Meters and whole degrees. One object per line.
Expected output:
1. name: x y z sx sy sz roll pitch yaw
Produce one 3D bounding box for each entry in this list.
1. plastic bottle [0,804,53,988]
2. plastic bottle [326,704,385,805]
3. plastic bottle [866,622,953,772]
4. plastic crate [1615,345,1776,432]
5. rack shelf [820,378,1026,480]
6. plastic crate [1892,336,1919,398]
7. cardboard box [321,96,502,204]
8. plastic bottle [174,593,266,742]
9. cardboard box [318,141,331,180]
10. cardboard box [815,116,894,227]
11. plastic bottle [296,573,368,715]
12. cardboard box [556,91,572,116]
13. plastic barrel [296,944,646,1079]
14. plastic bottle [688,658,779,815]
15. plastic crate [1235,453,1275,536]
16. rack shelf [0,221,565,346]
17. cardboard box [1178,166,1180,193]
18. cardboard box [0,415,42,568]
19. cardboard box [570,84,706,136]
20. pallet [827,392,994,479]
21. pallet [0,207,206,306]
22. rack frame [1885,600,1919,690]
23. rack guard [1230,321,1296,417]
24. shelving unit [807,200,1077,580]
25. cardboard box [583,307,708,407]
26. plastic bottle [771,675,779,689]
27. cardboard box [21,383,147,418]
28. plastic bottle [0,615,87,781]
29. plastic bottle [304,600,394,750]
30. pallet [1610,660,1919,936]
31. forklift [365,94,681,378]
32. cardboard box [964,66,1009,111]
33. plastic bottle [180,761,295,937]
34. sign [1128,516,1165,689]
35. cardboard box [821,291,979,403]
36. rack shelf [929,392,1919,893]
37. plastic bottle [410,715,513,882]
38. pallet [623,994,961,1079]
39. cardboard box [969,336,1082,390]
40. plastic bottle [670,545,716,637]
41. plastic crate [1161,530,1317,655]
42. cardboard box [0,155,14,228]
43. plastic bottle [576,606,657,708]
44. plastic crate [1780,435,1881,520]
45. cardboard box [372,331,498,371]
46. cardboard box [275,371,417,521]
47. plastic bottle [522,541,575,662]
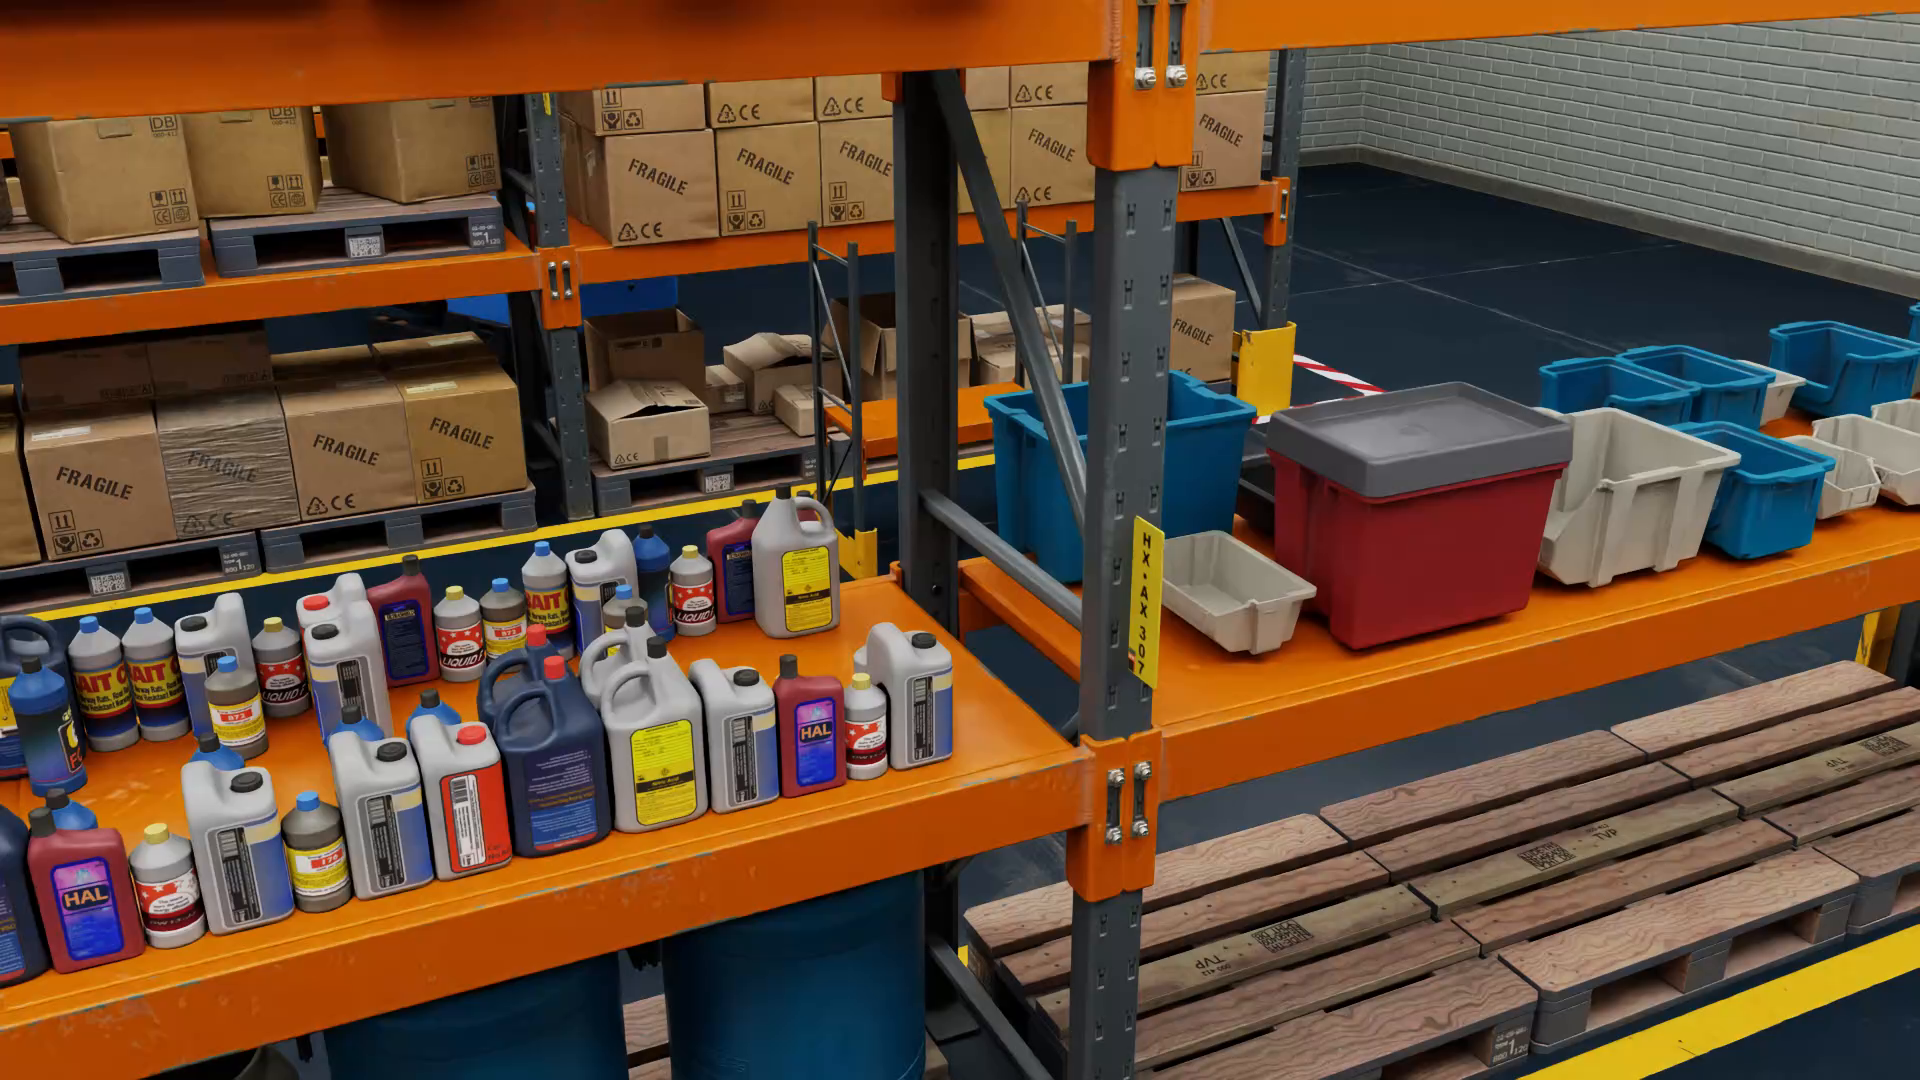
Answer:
1. plastic bottle: -1.561 0.529 2.614 0.185 0.351 0.144 -10 25 -24
2. plastic bottle: -1.073 0.421 2.979 0.097 0.271 0.097 0 22 0
3. plastic bottle: -0.097 0.293 3.284 0.135 0.276 0.152 -10 25 -24
4. plastic crate: 2.170 -0.410 4.958 0.300 0.233 0.416 -10 25 -24
5. rack shelf: -0.077 -0.513 7.498 1.000 0.185 0.538 -10 25 -24
6. plastic crate: 3.032 -0.559 5.444 0.298 0.136 0.250 -10 25 -24
7. cardboard box: -2.551 -1.888 7.709 0.700 0.500 0.500 21 30 41
8. plastic bottle: -1.508 0.253 3.378 0.135 0.276 0.152 -10 25 -24
9. cardboard box: -4.708 -2.404 11.897 0.750 0.750 0.750 -10 25 -23
10. cardboard box: -0.538 -1.854 8.177 0.500 0.500 0.500 -11 25 -24
11. plastic bottle: -1.299 0.215 3.471 0.135 0.276 0.152 -10 25 -24
12. cardboard box: -1.684 -2.331 8.020 0.500 0.500 0.500 -10 25 -23
13. plastic barrel: -1.018 1.036 3.520 0.708 0.901 0.600 -10 25 -24
14. plastic bottle: -0.426 0.353 3.137 0.135 0.276 0.152 -10 25 -24
15. plastic crate: 1.010 -0.120 4.400 0.590 0.125 0.437 -10 25 -24
16. rack shelf: -3.829 -0.985 7.149 4.000 0.370 1.077 -10 25 -24
17. cardboard box: 0.826 -2.104 8.779 0.500 0.500 0.500 -10 25 -23
18. cardboard box: -4.174 -0.181 6.959 0.500 0.500 0.500 -11 25 -24
19. cardboard box: -1.481 -2.139 7.557 0.500 0.500 0.500 -10 24 -22
20. pallet: -0.307 -0.678 9.113 1.213 0.211 1.003 -10 25 -24
21. pallet: -3.881 -1.221 7.029 1.213 0.211 1.003 -10 25 -24
22. rack frame: 3.722 -0.605 5.290 0.127 3.000 1.000 -10 25 -24
23. rack guard: 1.509 -1.145 9.863 0.348 0.500 1.175 -10 25 -24
24. shelving unit: -0.069 -0.680 7.433 1.083 1.500 0.587 -10 25 -24
25. cardboard box: -1.637 -0.890 8.671 0.500 0.500 0.500 -10 25 -24
26. plastic bottle: -0.336 0.357 3.226 0.097 0.201 0.097 0 22 0
27. cardboard box: -3.954 -0.445 7.596 0.500 0.500 0.500 -11 25 -26
28. plastic bottle: -1.829 0.276 3.225 0.185 0.351 0.144 -10 25 -24
29. plastic bottle: -1.233 0.267 3.345 0.135 0.276 0.152 -10 25 -24
30. pallet: 2.962 0.807 5.525 1.213 0.211 1.003 -10 25 -24
31. forklift: -3.272 -2.759 10.583 3.031 2.935 1.130 15 27 33
32. cardboard box: -0.088 -2.395 8.177 0.500 0.500 0.500 -10 24 -22
33. plastic bottle: -1.211 0.498 2.788 0.135 0.276 0.152 -10 25 -24
34. sign: 0.355 0.120 3.175 0.005 0.325 0.100 -10 25 -24
35. cardboard box: -0.337 -1.013 8.963 0.637 0.503 0.797 -10 25 -24
36. rack shelf: 1.920 0.059 4.626 4.000 0.370 1.077 -10 25 -24
37. plastic bottle: -0.881 0.437 2.935 0.135 0.276 0.152 -10 25 -24
38. pallet: -0.596 1.460 3.946 1.213 0.211 1.003 -10 25 -24
39. cardboard box: 0.325 -0.923 9.078 0.500 0.250 0.500 -10 25 -24
40. plastic bottle: -0.614 0.112 3.818 0.097 0.201 0.097 0 22 0
41. plastic crate: 0.599 0.125 3.793 0.243 0.136 0.396 -10 25 -24
42. cardboard box: -4.206 -1.455 6.664 0.500 0.500 0.700 -6 23 -14
43. plastic bottle: -0.631 0.297 3.176 0.185 0.351 0.144 -10 25 -24
44. plastic crate: 2.299 -0.160 4.481 0.250 0.136 0.298 -10 25 -24
45. cardboard box: -2.569 -0.701 8.215 0.500 0.500 0.500 -12 25 -26
46. cardboard box: -2.797 -0.438 7.579 0.500 0.500 0.500 -10 25 -23
47. plastic bottle: -0.911 0.134 3.673 0.097 0.271 0.097 0 22 0
